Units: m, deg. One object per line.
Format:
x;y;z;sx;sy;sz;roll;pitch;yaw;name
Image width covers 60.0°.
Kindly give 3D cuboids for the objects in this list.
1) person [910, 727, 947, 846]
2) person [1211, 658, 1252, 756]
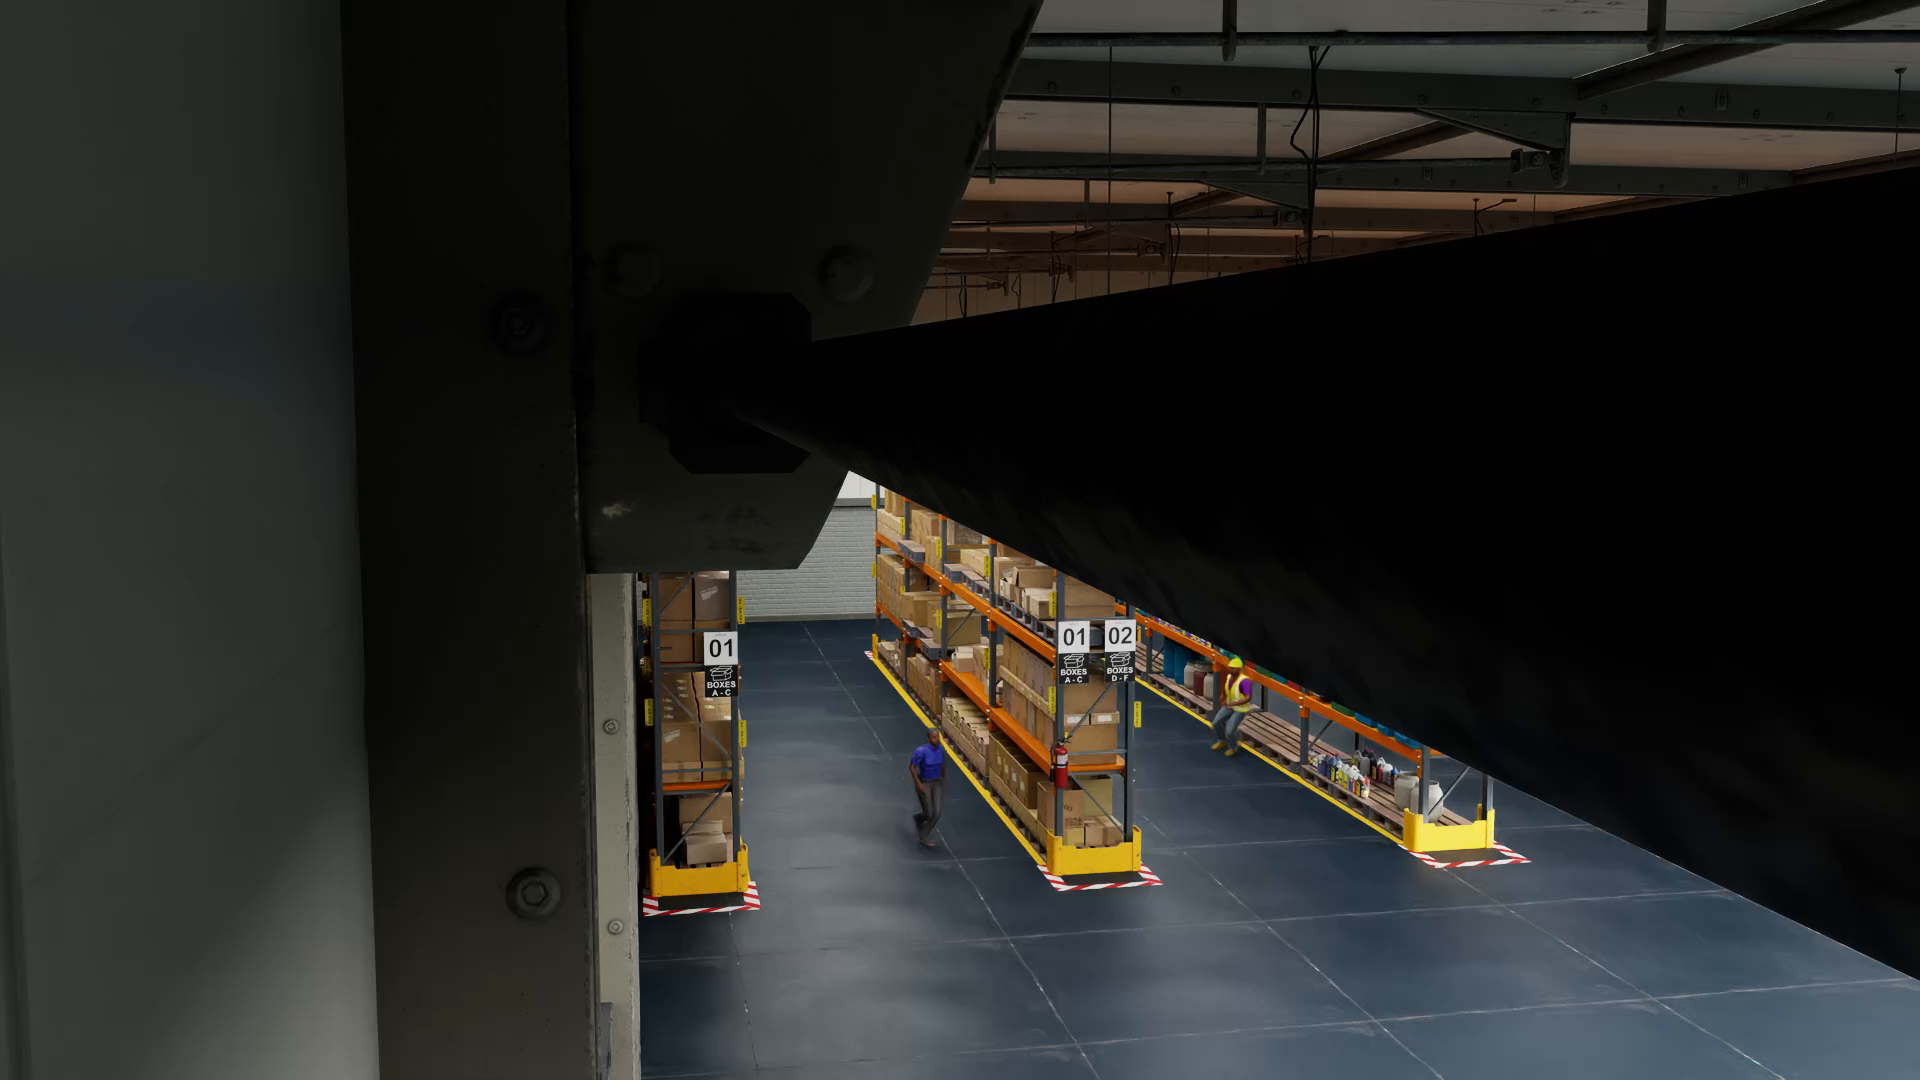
-0.445;3.270;22.212;0.573;1.596;0.529;-4;7;-32;person
4.403;2.735;27.114;0.650;1.672;0.901;-5;8;-40;person
